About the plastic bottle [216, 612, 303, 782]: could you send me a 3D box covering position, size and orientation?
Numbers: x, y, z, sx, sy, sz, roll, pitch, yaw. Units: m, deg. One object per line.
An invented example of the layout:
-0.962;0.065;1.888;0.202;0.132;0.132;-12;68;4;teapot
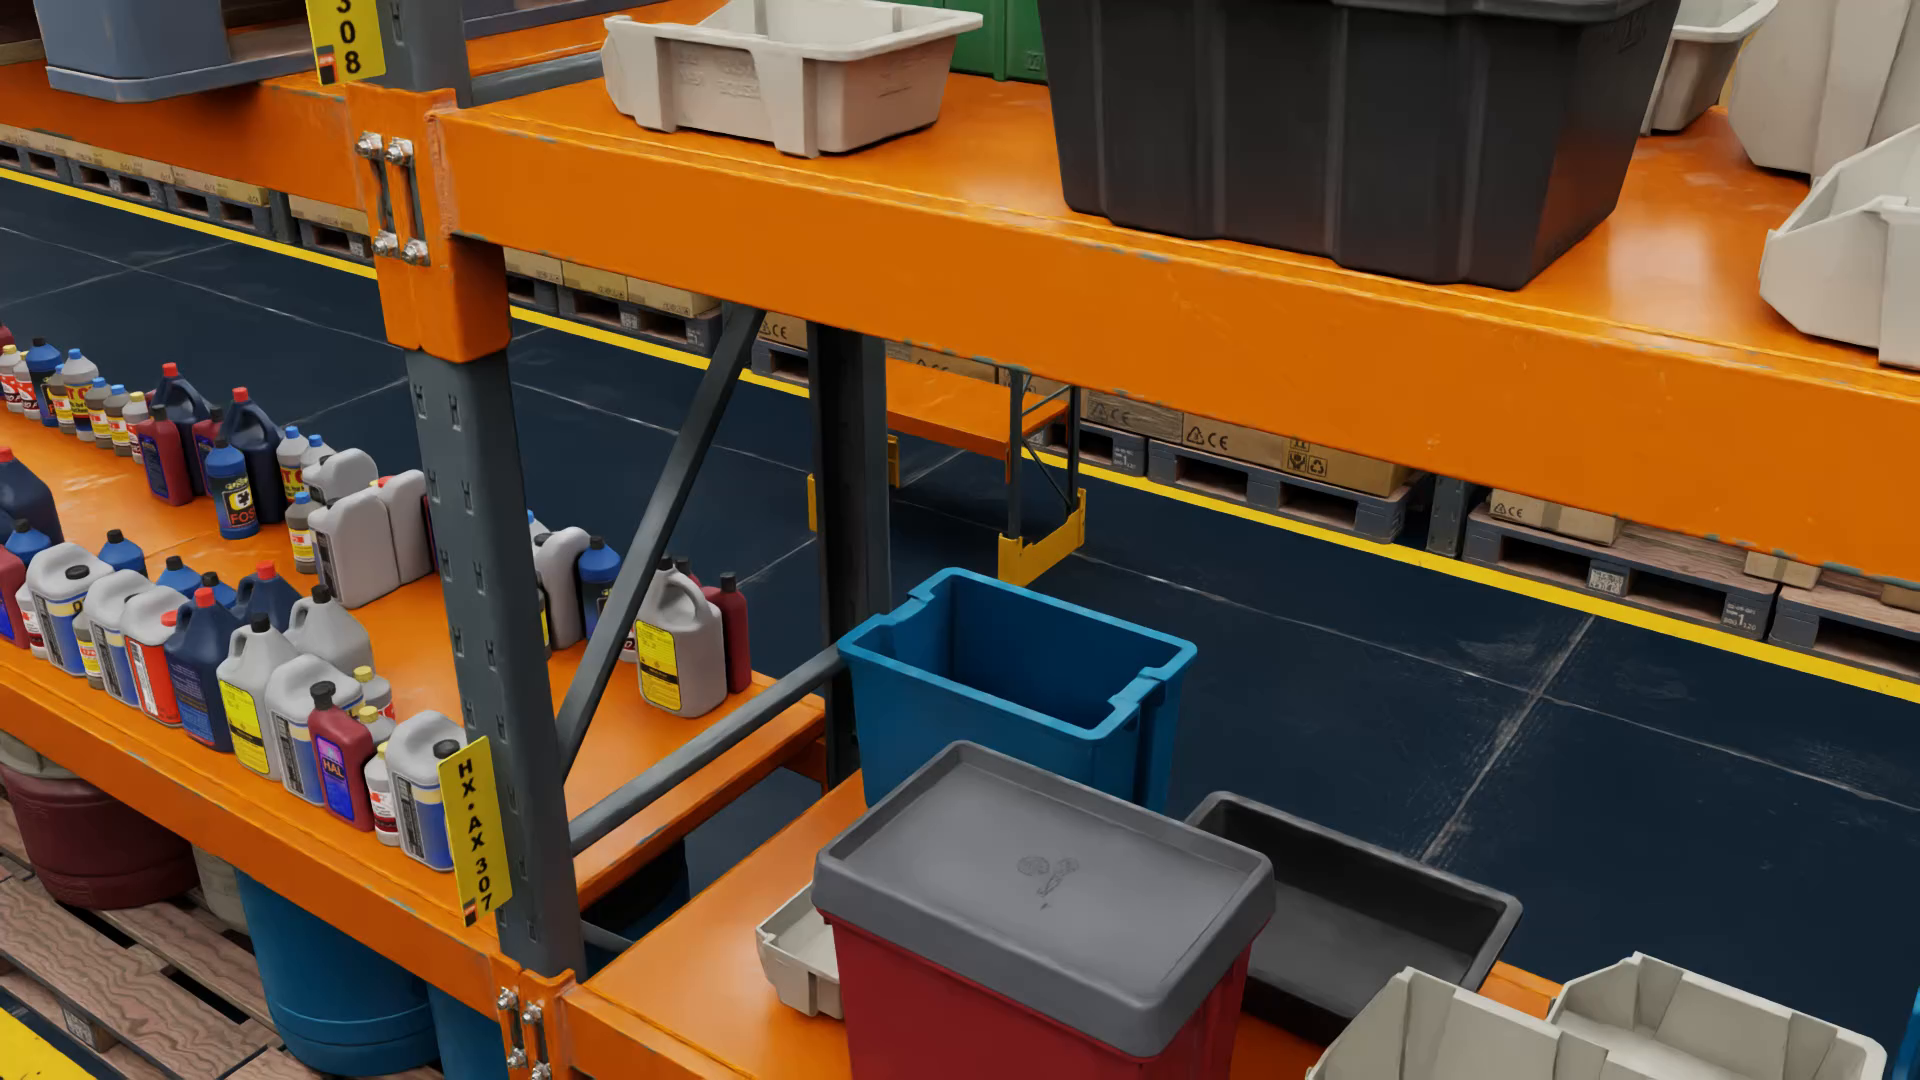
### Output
-1.416;0.303;3.403;0.185;0.351;0.144;17;32;30;plastic bottle

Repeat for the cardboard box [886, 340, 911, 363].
-0.315;-1.210;8.591;0.500;0.500;0.500;16;31;29;cardboard box

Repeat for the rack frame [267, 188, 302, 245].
-4.260;-3.511;10.842;0.127;3.000;1.000;17;32;30;rack frame

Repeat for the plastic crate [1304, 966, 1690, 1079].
0.681;0.881;2.275;0.530;0.282;0.437;17;32;30;plastic crate

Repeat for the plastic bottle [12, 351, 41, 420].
-2.840;-0.479;5.103;0.097;0.201;0.097;0;27;0;plastic bottle

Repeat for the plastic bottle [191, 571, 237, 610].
-1.643;0.197;3.698;0.097;0.271;0.097;0;27;0;plastic bottle

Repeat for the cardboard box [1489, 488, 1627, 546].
2.558;-0.266;6.944;0.500;0.311;0.500;17;32;30;cardboard box

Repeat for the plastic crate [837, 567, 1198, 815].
0.105;0.367;3.173;0.575;0.384;0.392;17;32;30;plastic crate

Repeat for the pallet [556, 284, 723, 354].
-1.619;-1.467;9.900;1.213;0.211;1.003;17;32;30;pallet

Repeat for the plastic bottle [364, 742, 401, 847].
-1.092;0.483;3.213;0.097;0.201;0.097;0;27;0;plastic bottle

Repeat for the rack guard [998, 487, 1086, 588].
0.348;-0.003;6.980;0.087;0.250;0.587;17;32;30;rack guard

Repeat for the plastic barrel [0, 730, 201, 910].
-2.427;0.664;4.834;0.708;0.588;0.600;17;32;30;plastic barrel

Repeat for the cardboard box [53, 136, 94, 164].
-6.415;-3.023;12.452;0.500;0.250;0.500;17;32;30;cardboard box

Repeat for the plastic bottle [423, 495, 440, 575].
-1.266;-0.035;4.141;0.133;0.283;0.061;17;32;30;plastic bottle

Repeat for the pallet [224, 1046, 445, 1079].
-1.086;1.423;4.220;1.213;0.211;1.003;17;32;30;pallet

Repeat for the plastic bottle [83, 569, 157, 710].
-1.809;0.211;3.664;0.135;0.276;0.152;17;32;30;plastic bottle

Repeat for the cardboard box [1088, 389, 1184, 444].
0.950;-0.817;7.819;0.500;0.500;0.500;18;32;31;cardboard box

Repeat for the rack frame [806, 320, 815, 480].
-0.489;-0.821;7.209;0.032;1.500;0.500;17;32;30;rack frame

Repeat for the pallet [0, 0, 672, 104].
-1.175;-1.023;2.854;1.003;0.211;1.213;17;32;30;pallet

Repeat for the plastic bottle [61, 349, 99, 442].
-2.599;-0.435;4.940;0.097;0.271;0.097;0;27;0;plastic bottle

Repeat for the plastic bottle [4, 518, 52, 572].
-2.187;0.077;3.933;0.097;0.271;0.097;0;27;0;plastic bottle

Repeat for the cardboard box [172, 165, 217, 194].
-5.172;-2.642;11.703;0.500;0.250;0.500;17;32;30;cardboard box

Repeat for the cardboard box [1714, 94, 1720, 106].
2.563;-1.721;6.111;0.500;0.500;0.500;18;32;32;cardboard box

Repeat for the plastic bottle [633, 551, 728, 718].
-0.613;0.194;3.615;0.185;0.351;0.144;17;32;30;plastic bottle

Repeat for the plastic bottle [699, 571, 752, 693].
-0.534;0.193;3.693;0.133;0.283;0.061;17;32;30;plastic bottle

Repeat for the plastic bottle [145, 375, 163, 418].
-2.253;-0.343;4.745;0.133;0.283;0.061;17;32;30;plastic bottle

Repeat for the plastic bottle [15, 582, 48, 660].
-2.111;0.166;3.837;0.097;0.201;0.097;0;27;0;plastic bottle

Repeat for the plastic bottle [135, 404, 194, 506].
-2.182;-0.242;4.546;0.133;0.283;0.061;17;32;30;plastic bottle

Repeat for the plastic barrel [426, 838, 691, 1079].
-0.912;0.996;3.836;0.708;0.901;0.600;17;32;30;plastic barrel

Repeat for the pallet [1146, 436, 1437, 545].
1.643;-0.408;7.820;1.213;0.211;1.003;17;32;30;pallet

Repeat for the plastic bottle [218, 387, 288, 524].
-1.883;-0.235;4.459;0.185;0.351;0.144;17;32;30;plastic bottle

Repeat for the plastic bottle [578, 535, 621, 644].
-0.830;0.116;3.857;0.097;0.271;0.097;0;27;0;plastic bottle

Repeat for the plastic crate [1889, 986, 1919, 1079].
1.474;0.868;2.356;0.300;0.233;0.416;17;32;30;plastic crate

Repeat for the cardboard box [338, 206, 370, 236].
-3.647;-2.145;10.726;0.500;0.250;0.500;18;32;32;cardboard box

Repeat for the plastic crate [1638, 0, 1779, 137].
0.791;-0.641;2.185;0.466;0.136;0.293;17;32;30;plastic crate

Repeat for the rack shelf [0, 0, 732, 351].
-2.122;-1.135;3.660;4.000;0.370;1.077;17;32;30;rack shelf

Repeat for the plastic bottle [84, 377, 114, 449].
-2.519;-0.379;4.907;0.097;0.201;0.097;0;27;0;plastic bottle

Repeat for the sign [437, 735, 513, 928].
-0.786;0.476;2.702;0.005;0.325;0.100;17;32;30;sign

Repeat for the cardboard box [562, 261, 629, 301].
-1.961;-1.620;9.695;0.500;0.250;0.500;17;31;30;cardboard box

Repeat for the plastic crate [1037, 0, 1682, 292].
0.396;-0.463;1.689;0.590;0.269;0.497;17;32;30;plastic crate

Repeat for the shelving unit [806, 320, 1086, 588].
-0.063;-0.688;6.948;1.083;1.500;0.587;17;32;30;shelving unit

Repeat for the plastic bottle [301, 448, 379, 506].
-1.593;-0.109;4.294;0.135;0.276;0.152;17;32;30;plastic bottle

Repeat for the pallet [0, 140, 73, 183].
-6.903;-3.115;13.137;1.213;0.211;1.003;17;32;30;pallet

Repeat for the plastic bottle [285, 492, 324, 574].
-1.649;-0.024;4.210;0.097;0.201;0.097;0;27;0;plastic bottle
